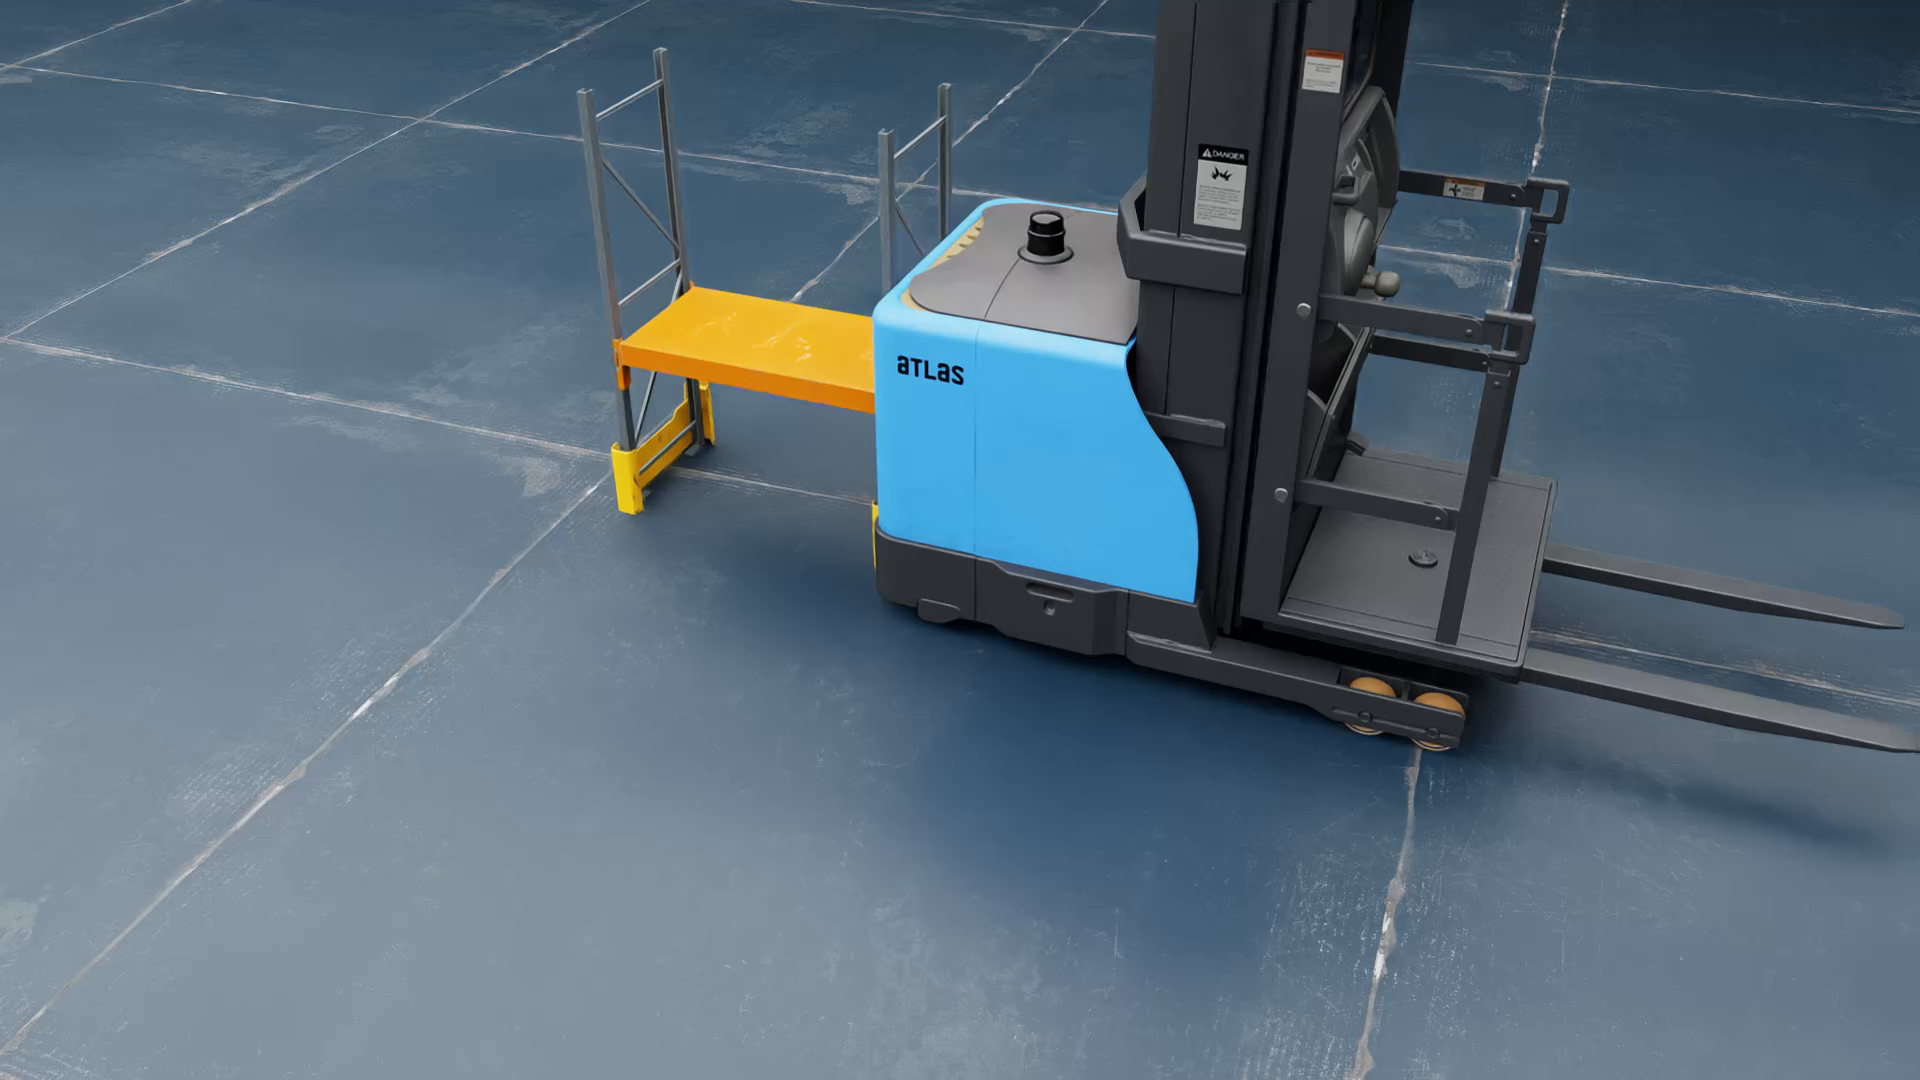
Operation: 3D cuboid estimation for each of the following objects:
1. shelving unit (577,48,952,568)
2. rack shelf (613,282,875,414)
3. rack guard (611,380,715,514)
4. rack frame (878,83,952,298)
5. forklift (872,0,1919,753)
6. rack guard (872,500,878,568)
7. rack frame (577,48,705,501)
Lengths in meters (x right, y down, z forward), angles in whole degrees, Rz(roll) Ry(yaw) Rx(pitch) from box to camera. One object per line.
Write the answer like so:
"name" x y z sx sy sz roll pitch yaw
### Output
"shelving unit" -0.611 -0.773 5.565 1.083 1.500 0.587 12 35 18
"rack shelf" -0.603 -0.620 5.660 1.000 0.185 0.538 12 35 18
"rack guard" -1.074 -0.348 6.059 0.087 0.250 0.587 12 35 18
"rack frame" -0.131 -0.669 5.404 0.032 1.500 0.500 12 35 18
"forklift" 1.297 -0.950 4.519 3.031 2.935 1.130 12 35 18
"rack guard" -0.149 -0.148 5.749 0.087 0.250 0.587 12 35 18
"rack frame" -1.075 -0.874 5.721 0.032 1.500 0.500 12 35 18
